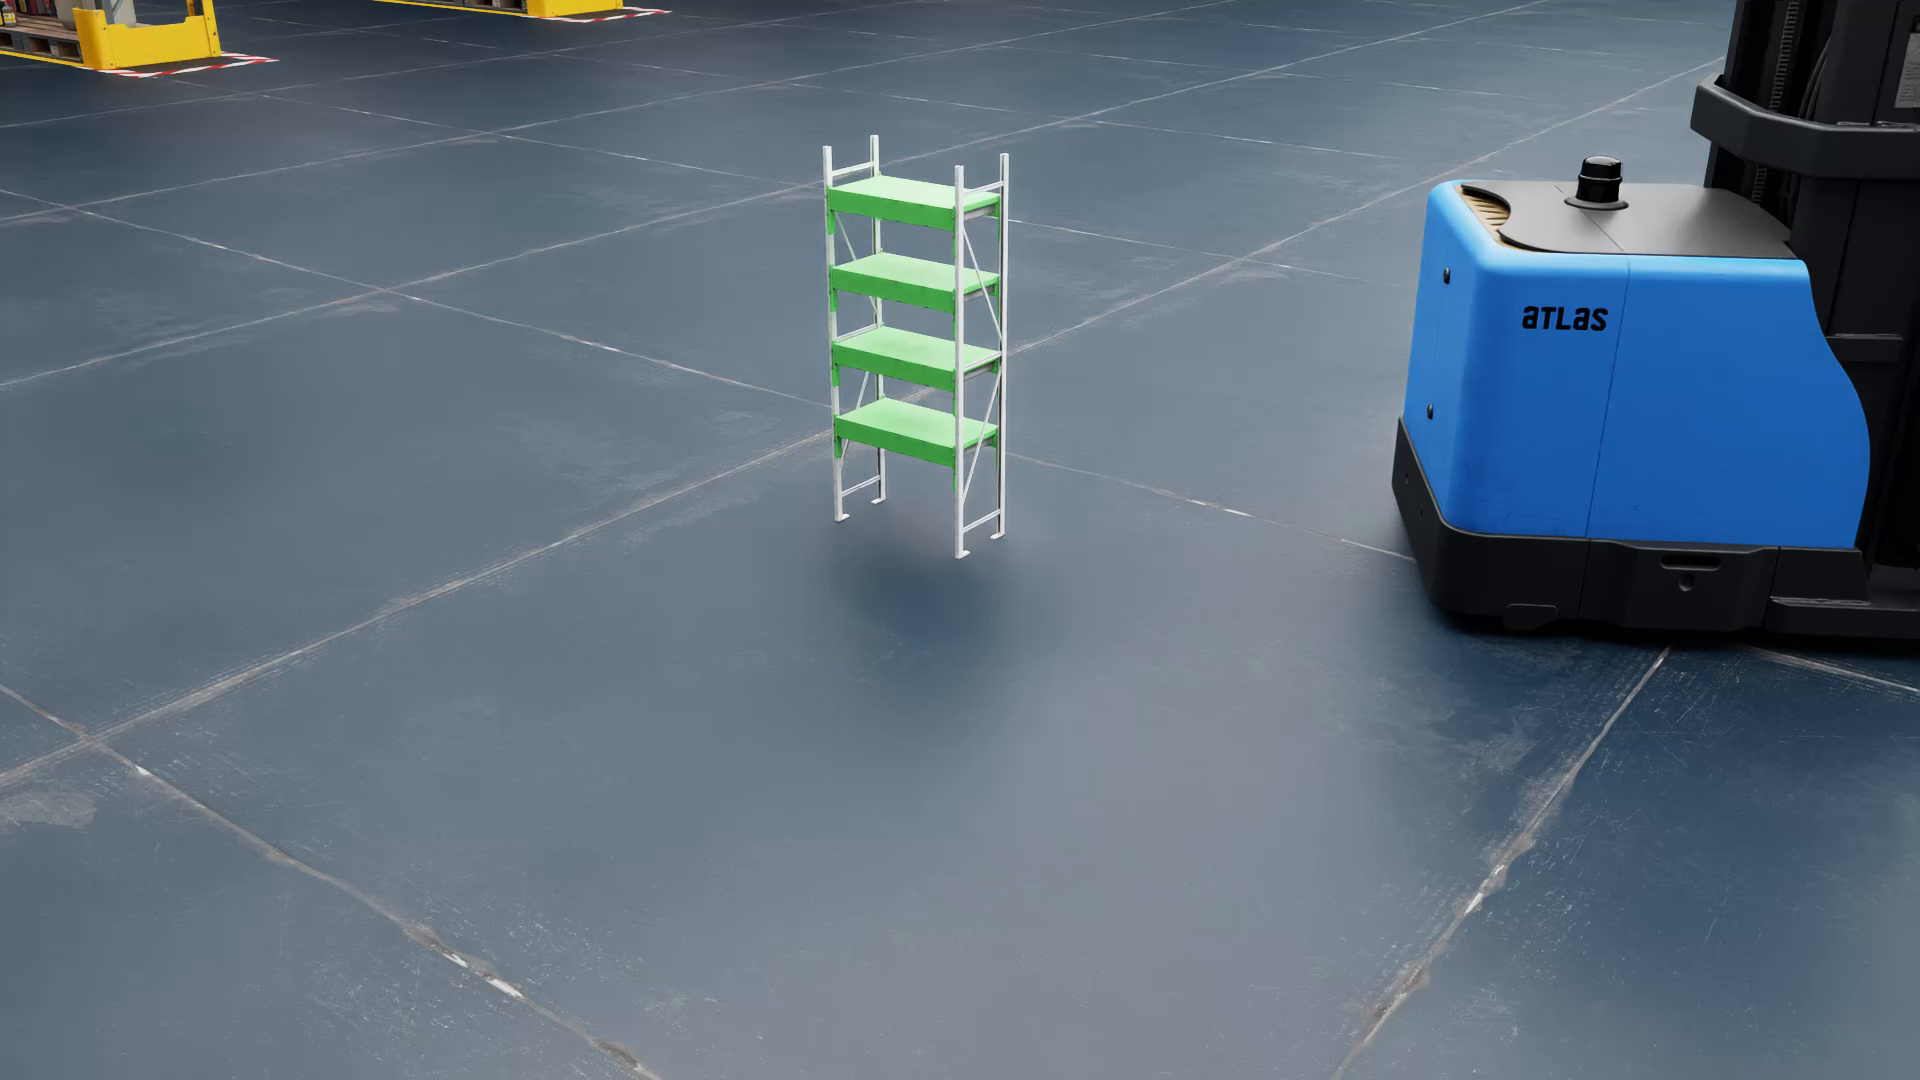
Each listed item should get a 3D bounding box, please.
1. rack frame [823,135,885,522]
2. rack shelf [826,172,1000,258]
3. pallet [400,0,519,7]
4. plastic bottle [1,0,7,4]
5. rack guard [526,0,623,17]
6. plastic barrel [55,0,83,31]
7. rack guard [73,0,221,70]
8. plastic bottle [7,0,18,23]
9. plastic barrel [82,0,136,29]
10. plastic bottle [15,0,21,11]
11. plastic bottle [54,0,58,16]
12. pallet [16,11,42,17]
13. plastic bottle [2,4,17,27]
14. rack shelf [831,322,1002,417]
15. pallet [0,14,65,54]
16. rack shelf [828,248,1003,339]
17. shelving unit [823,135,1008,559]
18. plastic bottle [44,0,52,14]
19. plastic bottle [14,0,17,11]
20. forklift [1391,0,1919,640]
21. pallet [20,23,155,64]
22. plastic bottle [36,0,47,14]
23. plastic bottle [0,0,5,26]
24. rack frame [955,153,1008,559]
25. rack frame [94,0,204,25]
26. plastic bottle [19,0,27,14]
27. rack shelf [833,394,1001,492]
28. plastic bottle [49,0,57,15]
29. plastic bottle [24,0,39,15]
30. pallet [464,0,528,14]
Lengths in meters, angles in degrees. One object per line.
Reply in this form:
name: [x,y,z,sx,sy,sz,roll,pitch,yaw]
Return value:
rack frame: [-0.328,-0.648,5.233,0.015,1.200,0.240,17,29,33]
rack shelf: [-0.132,-0.970,4.931,0.480,0.148,0.258,17,29,33]
pallet: [-5.945,-6.580,19.922,1.213,0.211,1.003,17,29,33]
plastic bottle: [-9.172,-5.064,15.855,0.135,0.276,0.152,17,29,34]
rack guard: [-4.345,-6.209,18.722,0.348,0.500,1.175,17,29,33]
plastic barrel: [-8.228,-5.046,15.547,0.421,0.512,0.421,0,24,0]
rack guard: [-7.343,-4.596,15.061,0.348,0.500,1.175,17,29,33]
plastic bottle: [-9.109,-5.102,15.932,0.133,0.283,0.061,17,29,33]
plastic barrel: [-7.827,-4.925,15.272,0.421,0.512,0.421,0,24,0]
plastic bottle: [-9.613,-5.584,16.943,0.185,0.351,0.144,15,28,31]
plastic bottle: [-8.952,-5.327,16.546,0.097,0.201,0.097,0,24,0]
pallet: [-9.943,-5.252,16.908,1.213,0.211,1.003,17,29,33]
plastic bottle: [-8.987,-4.960,15.712,0.097,0.201,0.097,0,24,0]
rack shelf: [-0.132,-0.531,5.125,0.480,0.148,0.258,17,29,33]
pallet: [-8.962,-4.957,16.239,1.213,0.211,1.003,17,29,33]
rack shelf: [-0.132,-0.750,5.028,0.480,0.148,0.258,17,29,33]
shelving unit: [-0.132,-0.589,5.099,0.503,1.200,0.258,17,29,33]
plastic bottle: [-9.116,-5.377,16.659,0.097,0.201,0.097,0,24,0]
plastic bottle: [-9.682,-5.496,16.836,0.135,0.276,0.152,17,29,33]
forklift: [2.881,-1.217,4.378,3.031,2.935,1.130,2,24,6]
pallet: [-7.990,-4.662,15.569,1.213,0.211,1.003,17,29,33]
plastic bottle: [-9.227,-5.431,16.688,0.135,0.276,0.152,17,29,34]
plastic bottle: [-9.091,-5.020,15.746,0.133,0.283,0.061,18,29,35]
rack frame: [0.063,-0.530,4.965,0.015,1.200,0.240,17,29,33]
rack frame: [-7.254,-5.737,14.550,0.127,3.000,1.000,17,29,33]
plastic bottle: [-9.396,-5.436,16.690,0.133,0.283,0.061,17,29,33]
rack shelf: [-0.132,-0.311,5.221,0.480,0.148,0.258,17,29,33]
plastic bottle: [-9.035,-5.384,16.589,0.097,0.271,0.097,0,24,0]
plastic bottle: [-9.291,-5.400,16.609,0.133,0.283,0.061,17,29,33]
pallet: [-4.973,-6.285,19.252,1.213,0.211,1.003,17,29,33]
